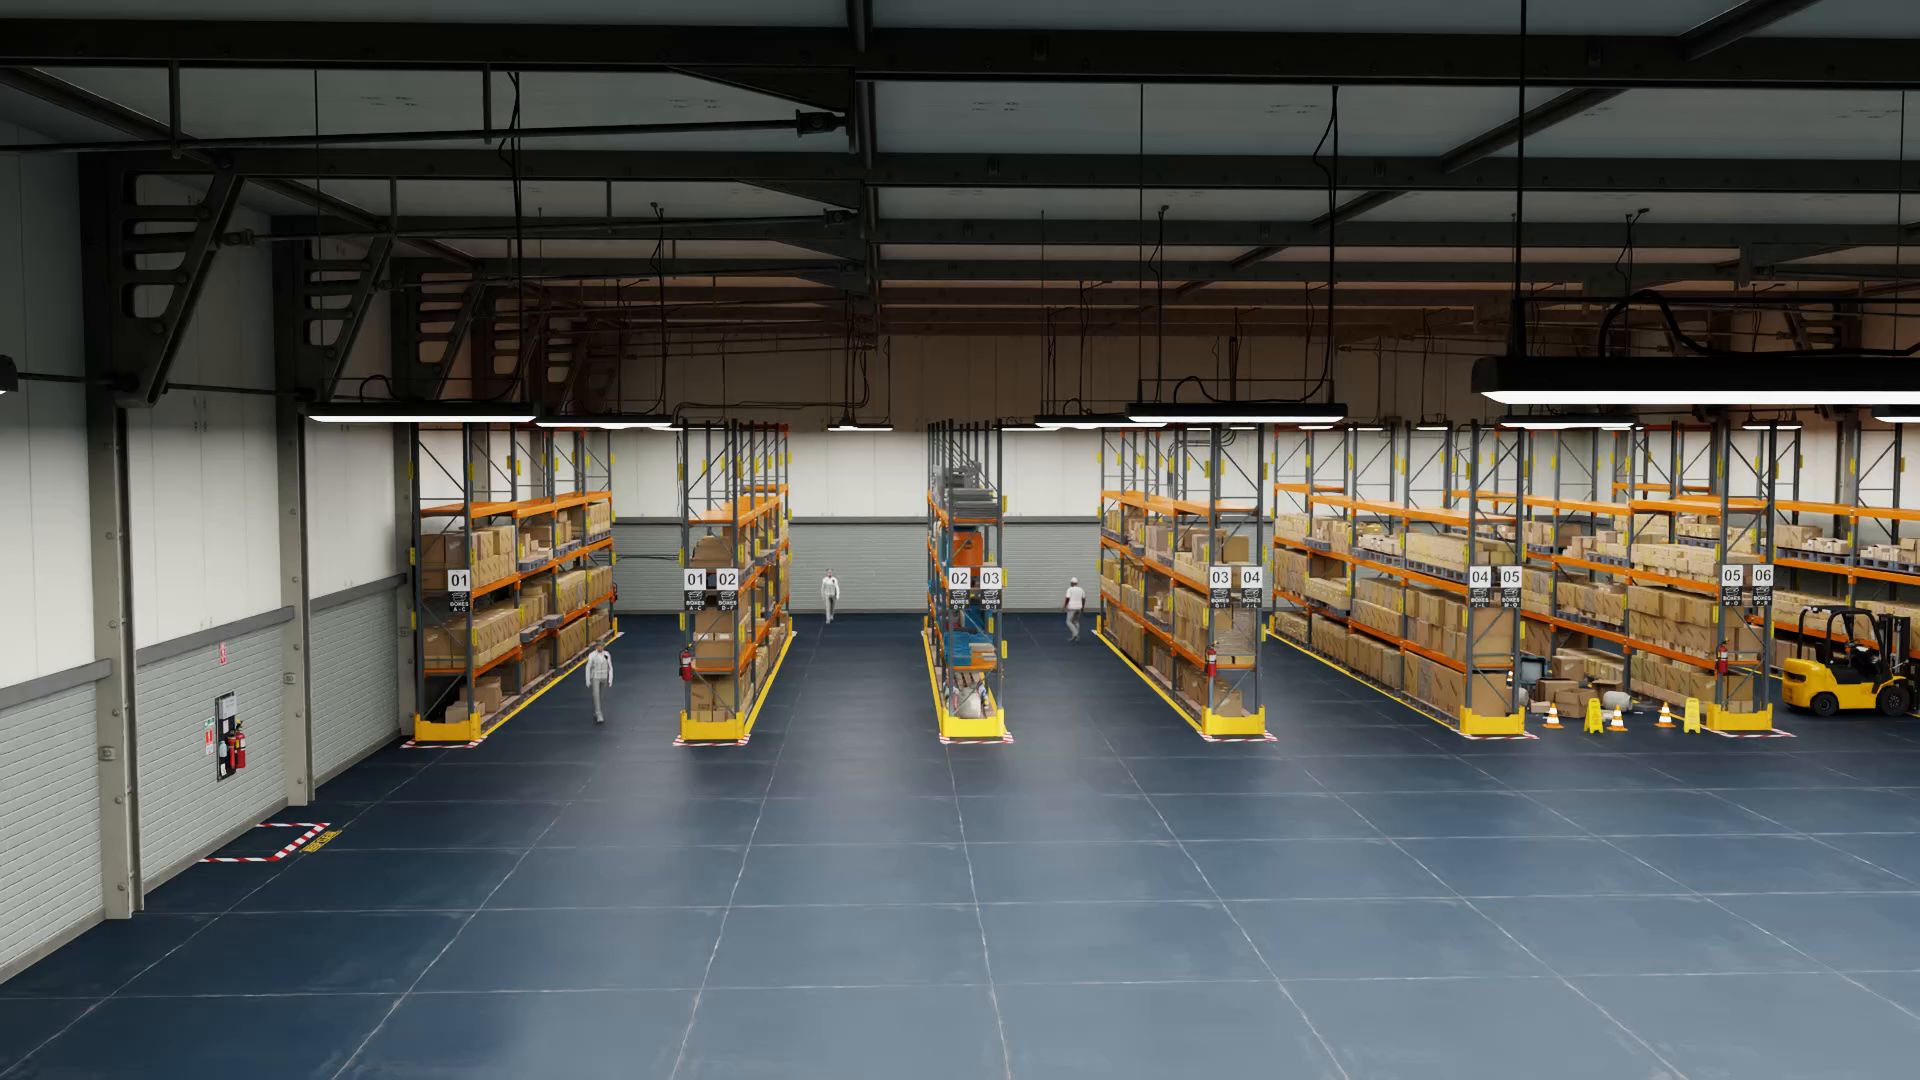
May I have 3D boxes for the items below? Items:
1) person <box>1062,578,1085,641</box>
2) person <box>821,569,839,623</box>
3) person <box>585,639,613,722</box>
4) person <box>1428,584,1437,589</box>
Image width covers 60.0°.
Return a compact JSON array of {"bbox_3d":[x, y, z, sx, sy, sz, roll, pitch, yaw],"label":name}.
[{"bbox_3d":[3.191,1.919,46.001,0.651,1.741,0.650,-2,4,-29],"label":"person"},{"bbox_3d":[-3.930,1.666,50.332,0.541,1.622,1.034,0,4,-6],"label":"person"},{"bbox_3d":[-7.160,2.767,33.115,0.505,1.613,0.988,-3,5,-36],"label":"person"},{"bbox_3d":[14.417,1.685,50.618,0.463,1.623,0.435,-1,4,-21],"label":"person"}]
